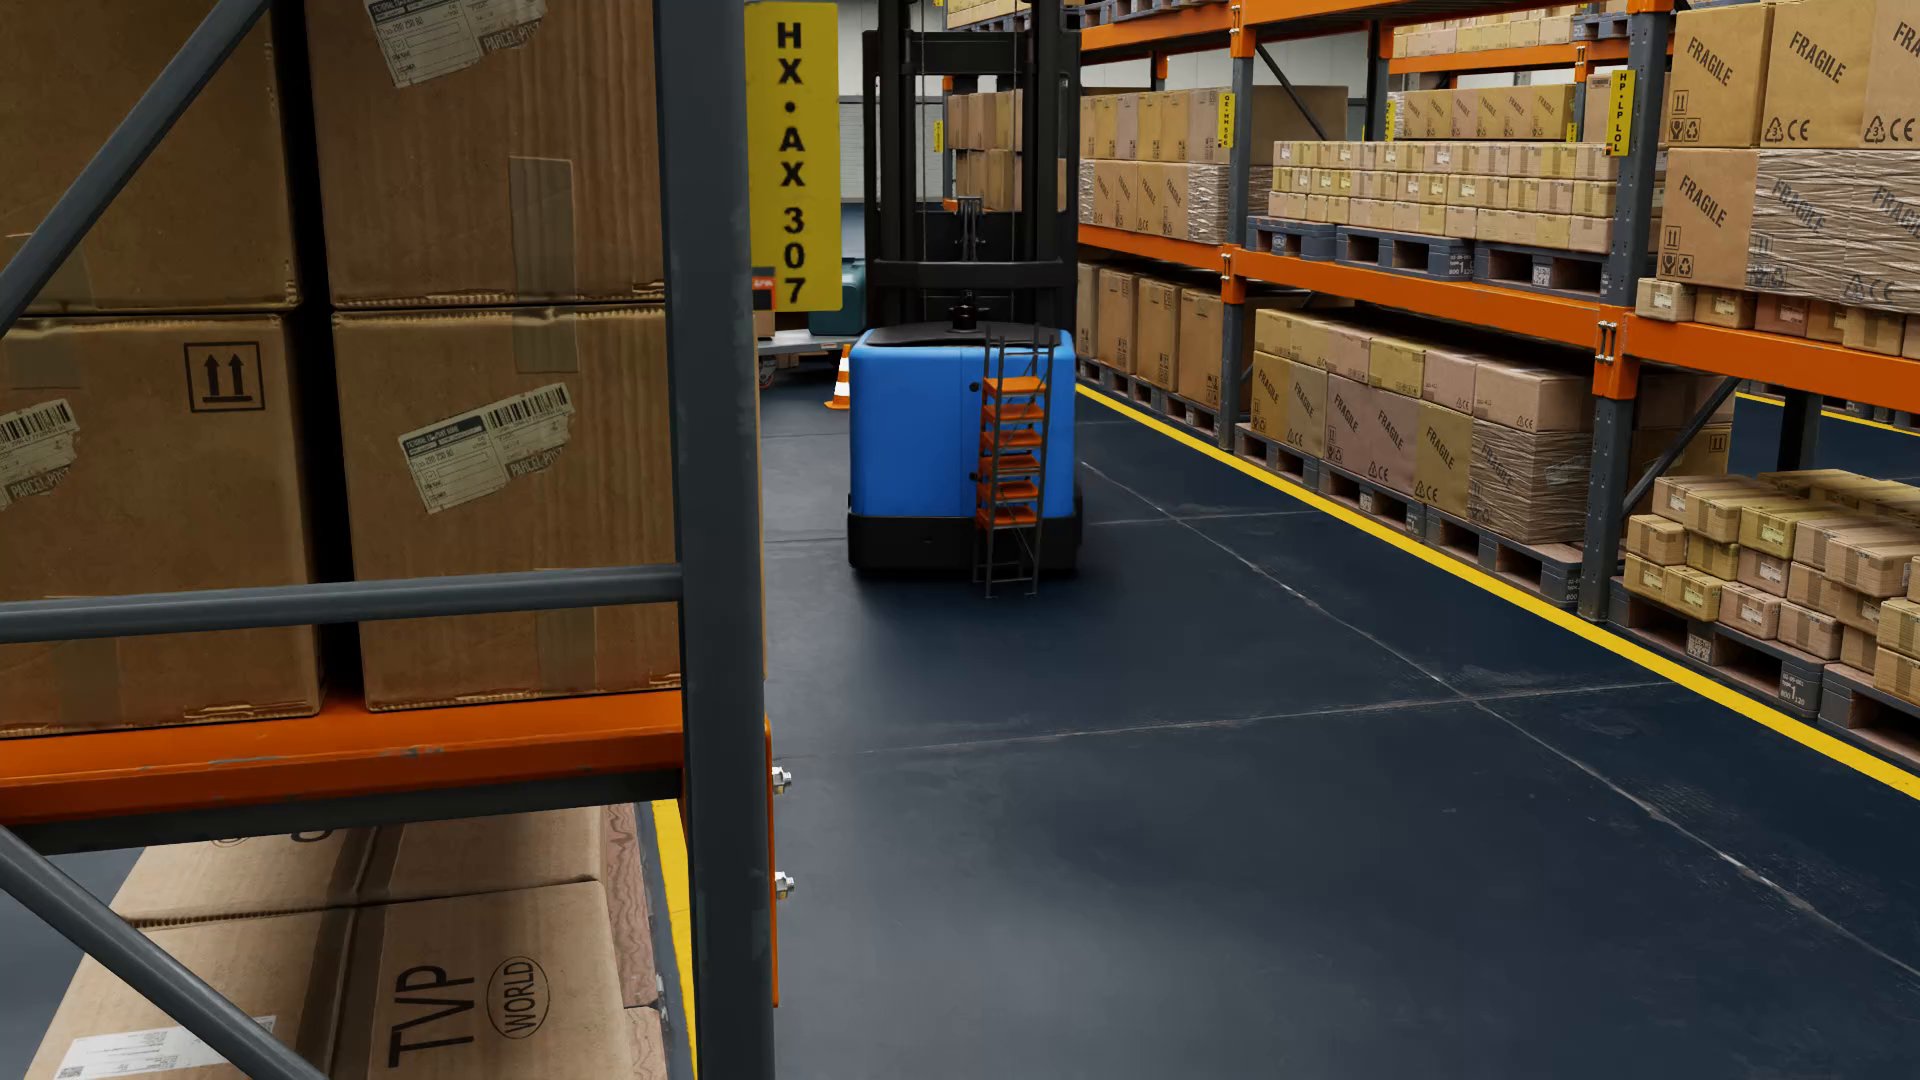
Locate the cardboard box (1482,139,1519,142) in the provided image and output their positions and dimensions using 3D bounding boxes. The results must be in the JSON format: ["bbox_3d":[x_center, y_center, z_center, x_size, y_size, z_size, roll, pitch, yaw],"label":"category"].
[{"bbox_3d":[5.750,-3.770,16.701,0.875,0.500,0.500,-3,14,-13],"label":"cardboard box"}]

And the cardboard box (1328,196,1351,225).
[{"bbox_3d":[2.289,-1.848,9.316,0.380,0.149,0.250,-3,14,-11],"label":"cardboard box"}]

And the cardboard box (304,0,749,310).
[{"bbox_3d":[-0.556,-0.583,2.176,0.500,0.500,0.500,-4,14,-14],"label":"cardboard box"}]

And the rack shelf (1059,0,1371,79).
[{"bbox_3d":[1.719,-3.636,12.185,1.077,0.370,4.000,-3,14,-13],"label":"rack shelf"}]

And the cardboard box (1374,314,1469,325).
[{"bbox_3d":[2.733,-1.162,9.665,0.500,0.250,0.500,-3,14,-12],"label":"cardboard box"}]

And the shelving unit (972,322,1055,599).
[{"bbox_3d":[0.226,-0.336,7.241,0.258,1.200,0.189,-4,23,-17],"label":"shelving unit"}]

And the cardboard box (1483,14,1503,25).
[{"bbox_3d":[5.422,-5.183,16.479,0.380,0.149,0.250,-3,14,-11],"label":"cardboard box"}]

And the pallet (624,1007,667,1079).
[{"bbox_3d":[-0.984,1.252,2.856,1.003,0.211,1.213,-3,14,-13],"label":"pallet"}]

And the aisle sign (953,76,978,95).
[{"bbox_3d":[0.002,-5.175,17.811,0.394,0.787,0.004,-3,14,-13],"label":"aisle sign"}]

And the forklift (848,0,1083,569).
[{"bbox_3d":[0.070,-1.583,8.730,1.130,2.935,3.031,1,14,2],"label":"forklift"}]

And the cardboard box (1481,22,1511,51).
[{"bbox_3d":[5.496,-4.956,16.389,0.500,0.250,0.500,-3,14,-14],"label":"cardboard box"}]

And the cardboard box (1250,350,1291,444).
[{"bbox_3d":[2.107,-0.879,10.088,0.500,0.500,0.500,-4,14,-16],"label":"cardboard box"}]

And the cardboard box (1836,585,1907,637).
[{"bbox_3d":[3.243,0.228,5.667,0.380,0.149,0.250,-3,14,-11],"label":"cardboard box"}]

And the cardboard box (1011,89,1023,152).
[{"bbox_3d":[0.954,-3.795,15.047,0.875,0.550,0.550,-3,14,-13],"label":"cardboard box"}]

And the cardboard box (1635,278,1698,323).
[{"bbox_3d":[2.877,-0.939,6.478,0.380,0.149,0.250,-3,14,-11],"label":"cardboard box"}]

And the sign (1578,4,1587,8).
[{"bbox_3d":[5.569,-4.919,14.832,0.100,0.325,0.005,-3,14,-13],"label":"sign"}]

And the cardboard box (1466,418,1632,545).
[{"bbox_3d":[2.709,-0.291,7.678,0.500,0.500,0.500,-4,14,-14],"label":"cardboard box"}]

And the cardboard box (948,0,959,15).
[{"bbox_3d":[0.174,-5.568,17.172,0.500,0.250,0.500,-3,14,-13],"label":"cardboard box"}]

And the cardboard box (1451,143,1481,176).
[{"bbox_3d":[2.605,-1.836,8.013,0.380,0.149,0.250,-4,14,-15],"label":"cardboard box"}]

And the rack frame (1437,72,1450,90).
[{"bbox_3d":[5.155,-4.166,19.157,1.000,3.000,0.127,-3,14,-13],"label":"rack frame"}]

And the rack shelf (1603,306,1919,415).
[{"bbox_3d":[3.598,-0.333,4.987,1.077,0.370,4.000,-3,14,-13],"label":"rack shelf"}]

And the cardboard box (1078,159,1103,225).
[{"bbox_3d":[1.230,-2.786,13.298,0.500,0.500,0.500,-3,14,-13],"label":"cardboard box"}]

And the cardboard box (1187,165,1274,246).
[{"bbox_3d":[1.822,-2.204,10.919,0.500,0.500,0.500,-3,14,-13],"label":"cardboard box"}]

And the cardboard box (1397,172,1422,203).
[{"bbox_3d":[2.478,-1.812,8.540,0.380,0.149,0.250,-3,14,-11],"label":"cardboard box"}]

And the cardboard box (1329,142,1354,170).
[{"bbox_3d":[2.290,-2.141,9.260,0.380,0.149,0.250,-4,14,-16],"label":"cardboard box"}]

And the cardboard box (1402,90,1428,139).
[{"bbox_3d":[5.130,-4.587,17.936,0.500,0.500,0.500,-3,14,-13],"label":"cardboard box"}]

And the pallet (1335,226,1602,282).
[{"bbox_3d":[2.693,-1.519,8.730,1.003,0.211,1.213,-3,14,-13],"label":"pallet"}]

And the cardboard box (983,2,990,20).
[{"bbox_3d":[0.436,-5.053,15.905,0.380,0.149,0.250,-3,14,-13],"label":"cardboard box"}]

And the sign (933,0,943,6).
[{"bbox_3d":[-0.231,-5.803,17.531,0.100,0.325,0.005,-3,14,-13],"label":"sign"}]

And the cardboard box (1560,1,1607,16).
[{"bbox_3d":[5.737,-4.880,15.236,0.380,0.149,0.250,-3,14,-11],"label":"cardboard box"}]

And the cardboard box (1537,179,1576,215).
[{"bbox_3d":[2.780,-1.512,7.314,0.380,0.149,0.250,-3,14,-13],"label":"cardboard box"}]

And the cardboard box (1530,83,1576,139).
[{"bbox_3d":[5.721,-4.010,15.577,0.500,0.500,0.500,-3,14,-13],"label":"cardboard box"}]

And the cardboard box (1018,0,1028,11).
[{"bbox_3d":[0.731,-4.761,14.709,0.380,0.149,0.250,-3,14,-12],"label":"cardboard box"}]

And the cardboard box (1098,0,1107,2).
[{"bbox_3d":[1.431,-4.740,14.622,0.380,0.149,0.250,-3,14,-13],"label":"cardboard box"}]

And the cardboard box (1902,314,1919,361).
[{"bbox_3d":[3.233,-0.637,5.245,0.380,0.149,0.250,-3,14,-11],"label":"cardboard box"}]

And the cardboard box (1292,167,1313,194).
[{"bbox_3d":[2.173,-2.108,9.754,0.380,0.149,0.250,-3,14,-10],"label":"cardboard box"}]

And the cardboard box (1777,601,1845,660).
[{"bbox_3d":[3.181,0.310,5.959,0.380,0.149,0.250,-4,14,-14],"label":"cardboard box"}]

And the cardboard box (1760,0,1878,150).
[{"bbox_3d":[3.134,-1.587,5.657,0.500,0.500,0.500,-4,14,-15],"label":"cardboard box"}]

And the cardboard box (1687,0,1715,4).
[{"bbox_3d":[6.330,-4.623,13.606,0.797,0.503,0.637,-3,14,-11],"label":"cardboard box"}]

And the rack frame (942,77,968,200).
[{"bbox_3d":[0.310,-3.912,18.121,1.000,3.000,0.127,-3,14,-13],"label":"rack frame"}]

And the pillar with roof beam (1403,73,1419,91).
[{"bbox_3d":[9.374,-14.476,48.718,9.100,9.000,0.400,-3,14,-13],"label":"pillar with roof beam"}]

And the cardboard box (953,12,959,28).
[{"bbox_3d":[0.139,-5.344,17.096,0.380,0.149,0.250,-3,14,-13],"label":"cardboard box"}]

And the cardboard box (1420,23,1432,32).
[{"bbox_3d":[5.135,-5.484,17.708,0.380,0.149,0.250,-3,14,-11],"label":"cardboard box"}]

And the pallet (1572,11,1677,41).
[{"bbox_3d":[6.136,-4.460,14.439,1.213,0.211,1.003,-3,14,-13],"label":"pallet"}]

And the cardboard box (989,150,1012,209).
[{"bbox_3d":[0.765,-3.520,16.201,0.875,0.550,0.500,-3,14,-13],"label":"cardboard box"}]

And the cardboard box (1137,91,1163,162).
[{"bbox_3d":[1.730,-3.058,12.307,0.700,0.500,0.500,-3,14,-14],"label":"cardboard box"}]

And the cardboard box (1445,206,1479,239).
[{"bbox_3d":[2.595,-1.546,8.079,0.380,0.149,0.250,-4,14,-16],"label":"cardboard box"}]

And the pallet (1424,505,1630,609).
[{"bbox_3d":[2.944,0.031,7.856,1.003,0.211,1.213,-3,14,-13],"label":"pallet"}]

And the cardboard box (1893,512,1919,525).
[{"bbox_3d":[3.614,-0.007,6.003,0.380,0.149,0.250,-3,14,-11],"label":"cardboard box"}]

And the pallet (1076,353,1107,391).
[{"bbox_3d":[1.504,-1.461,13.964,1.003,0.211,1.213,-3,14,-13],"label":"pallet"}]

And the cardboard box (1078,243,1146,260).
[{"bbox_3d":[1.170,-2.311,15.156,0.875,0.875,0.875,-3,14,-12],"label":"cardboard box"}]

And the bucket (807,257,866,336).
[{"bbox_3d":[-1.024,-2.041,14.155,0.726,0.611,0.620,2,24,6],"label":"bucket"}]

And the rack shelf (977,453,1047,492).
[{"bbox_3d":[0.224,-0.295,7.258,0.258,0.103,0.180,-4,23,-17],"label":"rack shelf"}]

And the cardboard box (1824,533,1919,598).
[{"bbox_3d":[3.186,0.083,5.634,0.380,0.149,0.250,-3,14,-12],"label":"cardboard box"}]

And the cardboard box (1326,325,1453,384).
[{"bbox_3d":[2.338,-1.017,9.070,0.500,0.250,0.500,-3,14,-13],"label":"cardboard box"}]
